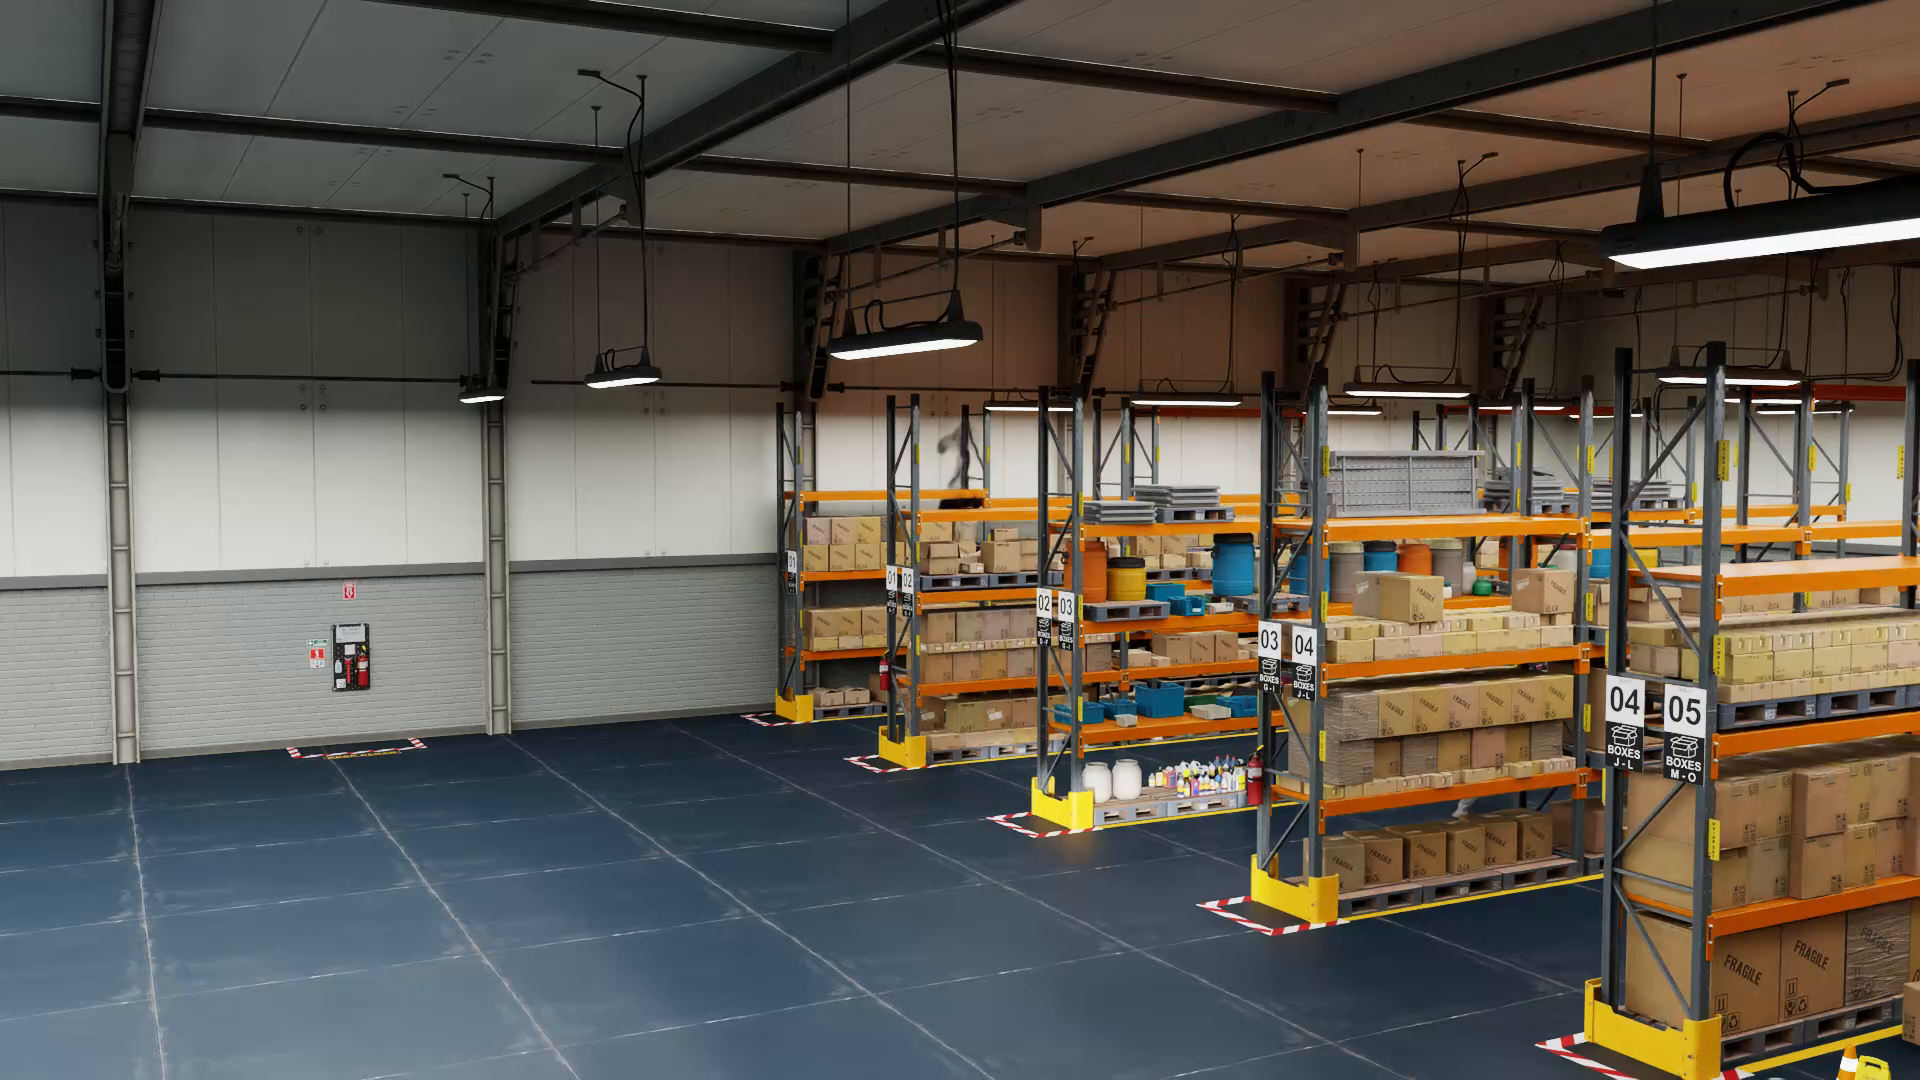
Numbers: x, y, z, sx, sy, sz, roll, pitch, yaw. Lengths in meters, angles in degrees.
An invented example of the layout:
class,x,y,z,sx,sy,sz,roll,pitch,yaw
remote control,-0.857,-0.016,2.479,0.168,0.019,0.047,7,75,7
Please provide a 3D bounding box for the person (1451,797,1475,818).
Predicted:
class,x,y,z,sx,sy,sz,roll,pitch,yaw
person,7.118,2.942,23.319,0.681,1.767,0.926,3,4,41
